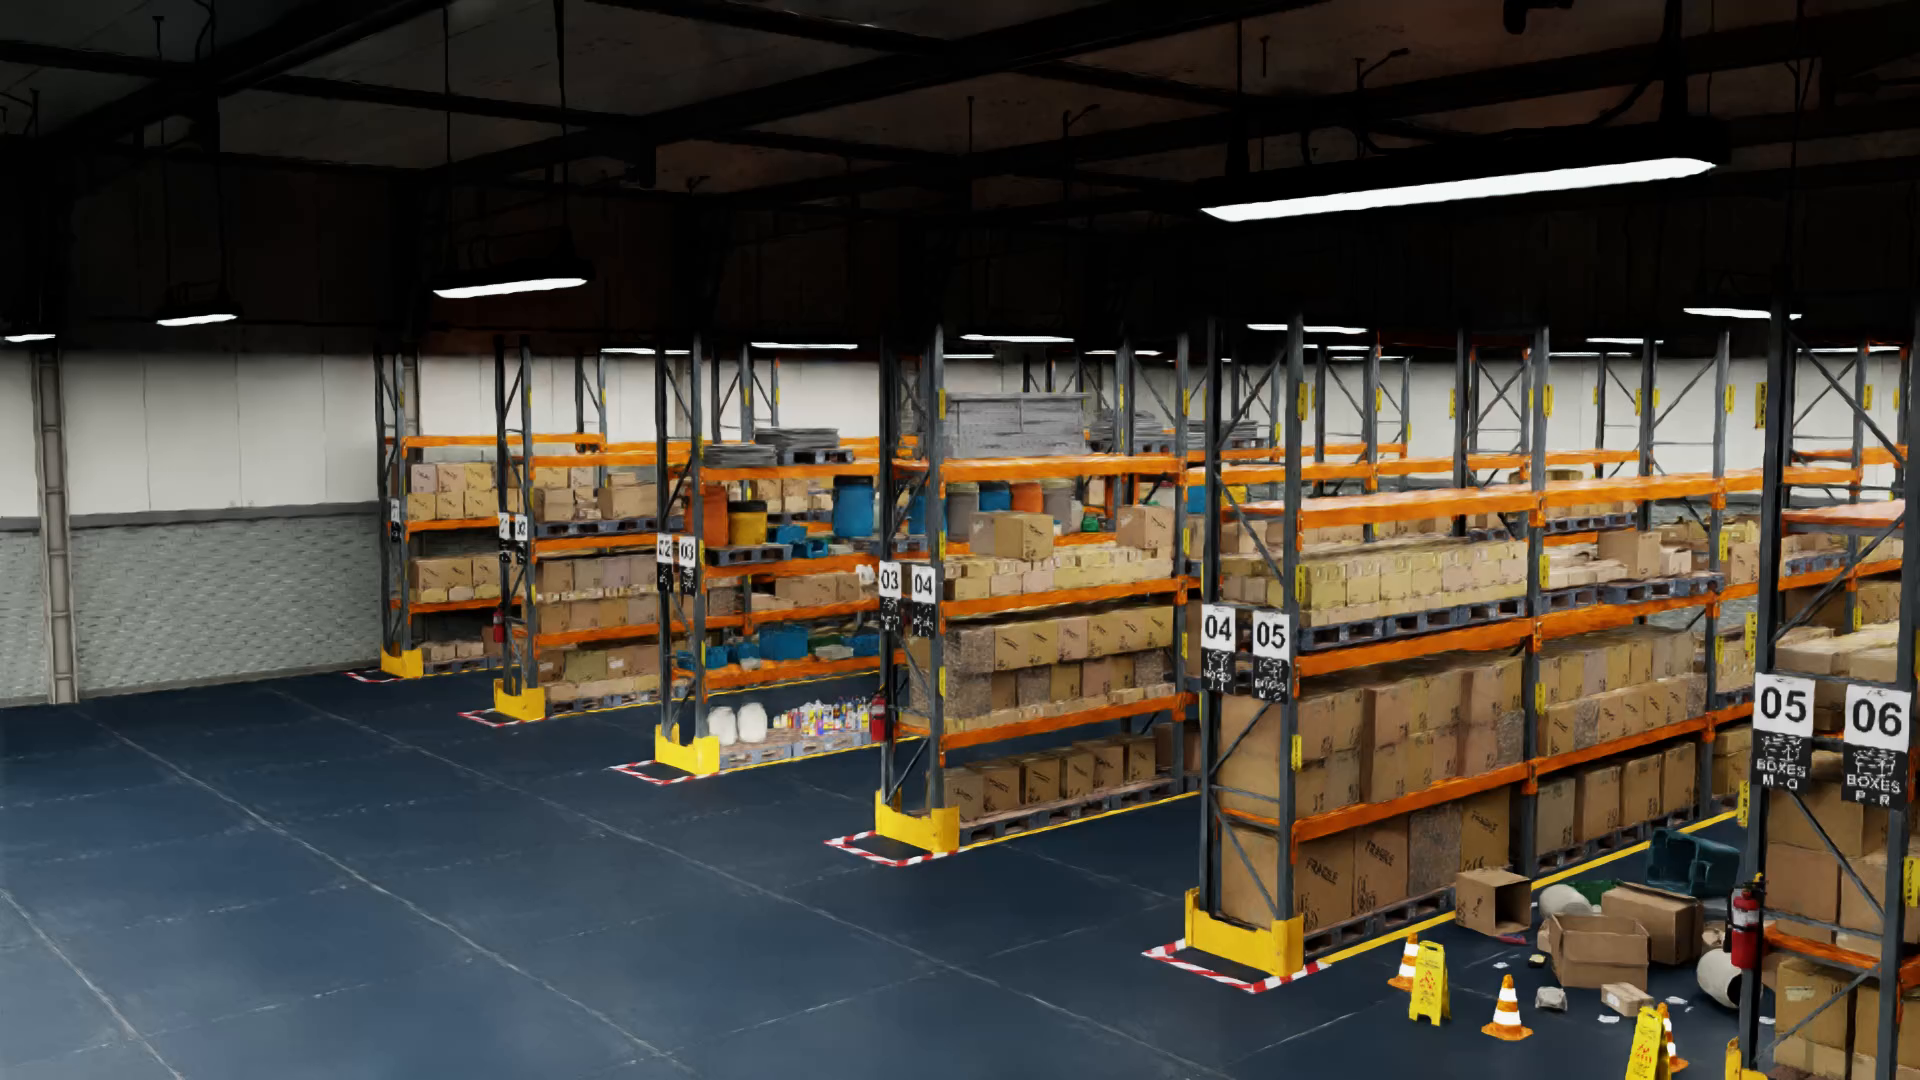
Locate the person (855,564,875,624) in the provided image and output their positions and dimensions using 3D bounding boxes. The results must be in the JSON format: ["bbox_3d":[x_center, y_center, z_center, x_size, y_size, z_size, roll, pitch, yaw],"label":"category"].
[{"bbox_3d":[-1.953,1.085,34.912,0.405,1.769,0.664,3,6,27],"label":"person"}]
